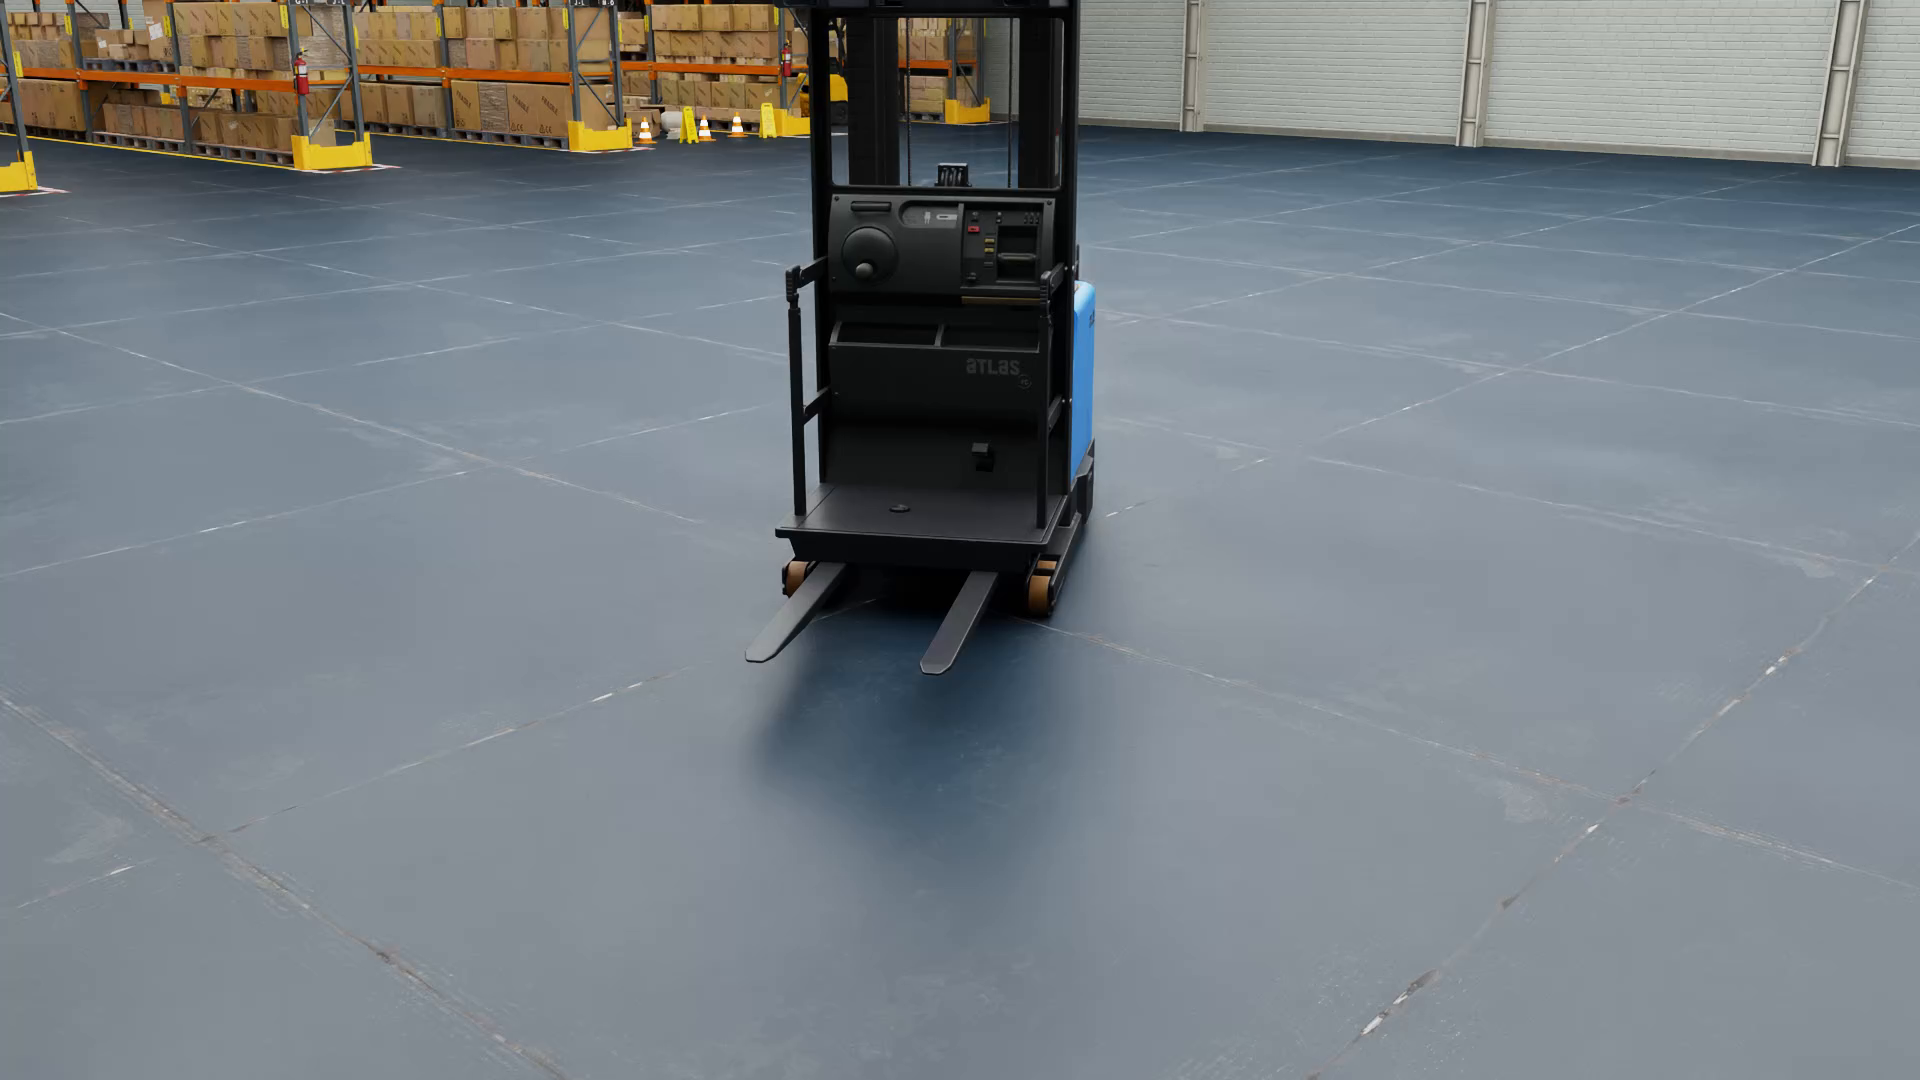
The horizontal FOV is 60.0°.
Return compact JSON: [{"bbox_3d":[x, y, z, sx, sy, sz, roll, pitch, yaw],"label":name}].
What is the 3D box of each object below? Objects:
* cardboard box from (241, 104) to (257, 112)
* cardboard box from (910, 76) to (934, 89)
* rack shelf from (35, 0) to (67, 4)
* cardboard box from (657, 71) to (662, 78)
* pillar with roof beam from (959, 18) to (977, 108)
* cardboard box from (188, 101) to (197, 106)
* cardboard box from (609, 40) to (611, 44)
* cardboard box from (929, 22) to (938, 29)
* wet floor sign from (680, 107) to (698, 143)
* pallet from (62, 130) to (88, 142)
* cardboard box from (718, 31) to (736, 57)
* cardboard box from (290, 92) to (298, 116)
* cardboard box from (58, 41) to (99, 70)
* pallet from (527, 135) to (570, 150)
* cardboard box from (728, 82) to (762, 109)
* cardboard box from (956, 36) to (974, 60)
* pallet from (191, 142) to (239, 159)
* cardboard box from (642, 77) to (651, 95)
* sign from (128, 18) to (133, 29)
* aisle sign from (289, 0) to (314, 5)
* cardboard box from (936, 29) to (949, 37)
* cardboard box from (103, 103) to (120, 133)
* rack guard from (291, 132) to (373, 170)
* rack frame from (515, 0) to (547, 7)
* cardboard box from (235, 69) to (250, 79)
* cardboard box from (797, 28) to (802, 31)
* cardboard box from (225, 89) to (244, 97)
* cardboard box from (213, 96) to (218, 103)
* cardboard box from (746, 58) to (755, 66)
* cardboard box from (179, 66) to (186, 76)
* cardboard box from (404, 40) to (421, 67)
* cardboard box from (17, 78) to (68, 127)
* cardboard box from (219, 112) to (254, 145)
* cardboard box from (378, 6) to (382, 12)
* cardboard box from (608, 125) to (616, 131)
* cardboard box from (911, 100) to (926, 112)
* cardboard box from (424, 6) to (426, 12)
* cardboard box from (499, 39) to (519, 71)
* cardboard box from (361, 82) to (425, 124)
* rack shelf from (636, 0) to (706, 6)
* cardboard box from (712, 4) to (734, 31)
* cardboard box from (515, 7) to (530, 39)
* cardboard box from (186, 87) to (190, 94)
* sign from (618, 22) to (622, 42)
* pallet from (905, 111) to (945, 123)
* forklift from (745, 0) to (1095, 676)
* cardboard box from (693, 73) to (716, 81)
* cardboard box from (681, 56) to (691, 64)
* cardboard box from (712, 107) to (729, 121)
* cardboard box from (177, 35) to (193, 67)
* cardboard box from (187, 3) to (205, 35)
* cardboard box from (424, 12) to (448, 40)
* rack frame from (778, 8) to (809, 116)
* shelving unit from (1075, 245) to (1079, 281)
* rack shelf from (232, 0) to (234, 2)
[{"bbox_3d":[-15.848,-9.598,36.913,0.250,0.149,0.380,15,23,40],"label":"cardboard box"},{"bbox_3d":[-0.789,-10.098,36.671,0.500,0.250,0.500,16,23,40],"label":"cardboard box"},{"bbox_3d":[-17.201,-10.338,31.458,4.000,0.370,1.077,15,23,39],"label":"rack shelf"},{"bbox_3d":[-7.717,-11.956,42.693,0.250,0.149,0.380,16,24,41],"label":"cardboard box"},{"bbox_3d":[-2.631,-12.838,33.189,0.400,9.000,9.100,15,23,39],"label":"pillar with roof beam"},{"bbox_3d":[-17.582,-10.063,38.380,0.250,0.149,0.380,15,23,40],"label":"cardboard box"},{"bbox_3d":[-7.387,-10.923,35.720,0.500,0.500,0.500,16,24,41],"label":"cardboard box"},{"bbox_3d":[-0.464,-11.175,36.134,0.250,0.149,0.380,15,23,39],"label":"cardboard box"},{"bbox_3d":[-5.018,-7.665,30.698,0.232,0.644,0.267,11,20,30],"label":"wet floor sign"},{"bbox_3d":[-16.244,-7.696,31.512,1.213,0.211,1.003,15,23,39],"label":"pallet"},{"bbox_3d":[-4.476,-9.924,33.267,0.500,0.500,0.500,15,23,39],"label":"cardboard box"},{"bbox_3d":[-13.795,-9.241,35.208,0.500,0.500,0.500,14,22,37],"label":"cardboard box"},{"bbox_3d":[-16.238,-8.940,30.658,0.500,0.500,0.500,16,24,41],"label":"cardboard box"},{"bbox_3d":[-7.003,-7.159,29.820,1.213,0.211,1.003,15,23,39],"label":"pallet"},{"bbox_3d":[-4.308,-8.938,33.429,0.500,0.500,0.500,16,24,41],"label":"cardboard box"},{"bbox_3d":[-0.038,-10.819,36.578,0.500,0.500,0.500,16,24,41],"label":"cardboard box"},{"bbox_3d":[-12.187,-6.590,28.029,1.213,0.211,1.003,15,23,39],"label":"pallet"},{"bbox_3d":[-7.839,-11.673,42.874,0.500,0.500,0.500,14,22,38],"label":"cardboard box"},{"bbox_3d":[-15.352,-9.488,30.767,0.005,0.325,0.100,15,23,39],"label":"sign"},{"bbox_3d":[-9.874,-8.402,24.830,0.004,0.787,0.394,15,23,39],"label":"aisle sign"},{"bbox_3d":[-0.297,-10.972,35.989,0.250,0.149,0.380,15,23,40],"label":"cardboard box"},{"bbox_3d":[-15.190,-7.738,30.440,0.500,0.500,0.700,14,22,36],"label":"cardboard box"},{"bbox_3d":[-9.778,-6.067,25.903,0.348,0.500,1.175,15,23,39],"label":"rack guard"},{"bbox_3d":[-11.819,-13.822,46.205,0.127,3.000,1.000,15,23,39],"label":"rack frame"},{"bbox_3d":[-11.263,-7.411,26.422,0.250,0.149,0.380,15,23,39],"label":"cardboard box"},{"bbox_3d":[-3.599,-11.896,38.900,0.250,0.149,0.380,15,23,39],"label":"cardboard box"},{"bbox_3d":[-16.176,-9.983,37.143,0.250,0.149,0.380,15,23,39],"label":"cardboard box"},{"bbox_3d":[-16.711,-10.008,37.715,0.250,0.149,0.380,14,22,37],"label":"cardboard box"},{"bbox_3d":[-4.006,-9.474,32.922,0.250,0.149,0.380,15,23,38],"label":"cardboard box"},{"bbox_3d":[-12.752,-7.815,27.695,0.250,0.149,0.380,15,23,39],"label":"cardboard box"},{"bbox_3d":[-10.291,-9.342,31.923,0.500,0.500,0.500,15,23,39],"label":"cardboard box"},{"bbox_3d":[-17.536,-8.537,32.371,0.875,0.875,1.225,14,22,37],"label":"cardboard box"},{"bbox_3d":[-12.007,-6.853,27.683,0.500,0.500,0.500,-10,20,-28],"label":"cardboard box"},{"bbox_3d":[-14.227,-13.193,41.334,0.250,0.149,0.380,15,23,40],"label":"cardboard box"},{"bbox_3d":[-6.837,-7.917,32.118,0.396,0.266,0.258,-13,22,-36],"label":"cardboard box"},{"bbox_3d":[-0.778,-9.624,36.828,0.500,0.250,0.500,15,23,39],"label":"cardboard box"},{"bbox_3d":[-12.685,-12.796,40.081,0.250,0.149,0.380,16,23,41],"label":"cardboard box"},{"bbox_3d":[-7.846,-8.824,30.210,0.500,0.550,0.875,15,23,39],"label":"cardboard box"},{"bbox_3d":[-11.285,-8.762,33.286,0.750,0.750,1.050,15,23,40],"label":"cardboard box"},{"bbox_3d":[-7.331,-13.704,42.064,4.000,0.370,1.077,15,23,39],"label":"rack shelf"},{"bbox_3d":[-4.494,-10.387,33.072,0.500,0.500,0.700,15,23,39],"label":"cardboard box"},{"bbox_3d":[-7.407,-9.247,29.758,0.550,0.550,0.875,15,23,39],"label":"cardboard box"},{"bbox_3d":[-17.765,-10.393,38.436,0.250,0.149,0.380,15,23,39],"label":"cardboard box"},{"bbox_3d":[-5.981,-8.920,29.197,0.005,0.325,0.100,15,23,39],"label":"sign"},{"bbox_3d":[-0.451,-9.424,36.958,1.213,0.211,1.003,15,23,39],"label":"pallet"},{"bbox_3d":[-0.115,-1.211,6.583,1.130,2.935,3.031,3,18,10],"label":"forklift"},{"bbox_3d":[-5.230,-9.470,34.033,0.250,0.149,0.380,17,24,42],"label":"cardboard box"},{"bbox_3d":[-5.508,-9.890,34.231,0.250,0.149,0.380,16,24,41],"label":"cardboard box"},{"bbox_3d":[-4.704,-8.686,33.874,0.500,0.250,0.500,14,22,37],"label":"cardboard box"},{"bbox_3d":[-12.418,-8.132,27.618,0.500,0.500,0.875,15,23,39],"label":"cardboard box"},{"bbox_3d":[-12.170,-8.465,27.014,0.500,0.500,0.500,15,23,39],"label":"cardboard box"},{"bbox_3d":[-9.720,-9.771,31.623,0.500,0.500,0.700,15,23,38],"label":"cardboard box"},{"bbox_3d":[-3.143,-9.485,32.541,0.127,3.000,1.000,15,23,39],"label":"rack frame"},{"bbox_3d":[0.326,-0.873,8.373,0.503,1.200,0.258,3,19,10],"label":"shelving unit"},{"bbox_3d":[-16.825,-12.243,37.461,4.000,0.370,1.077,15,23,39],"label":"rack shelf"}]
